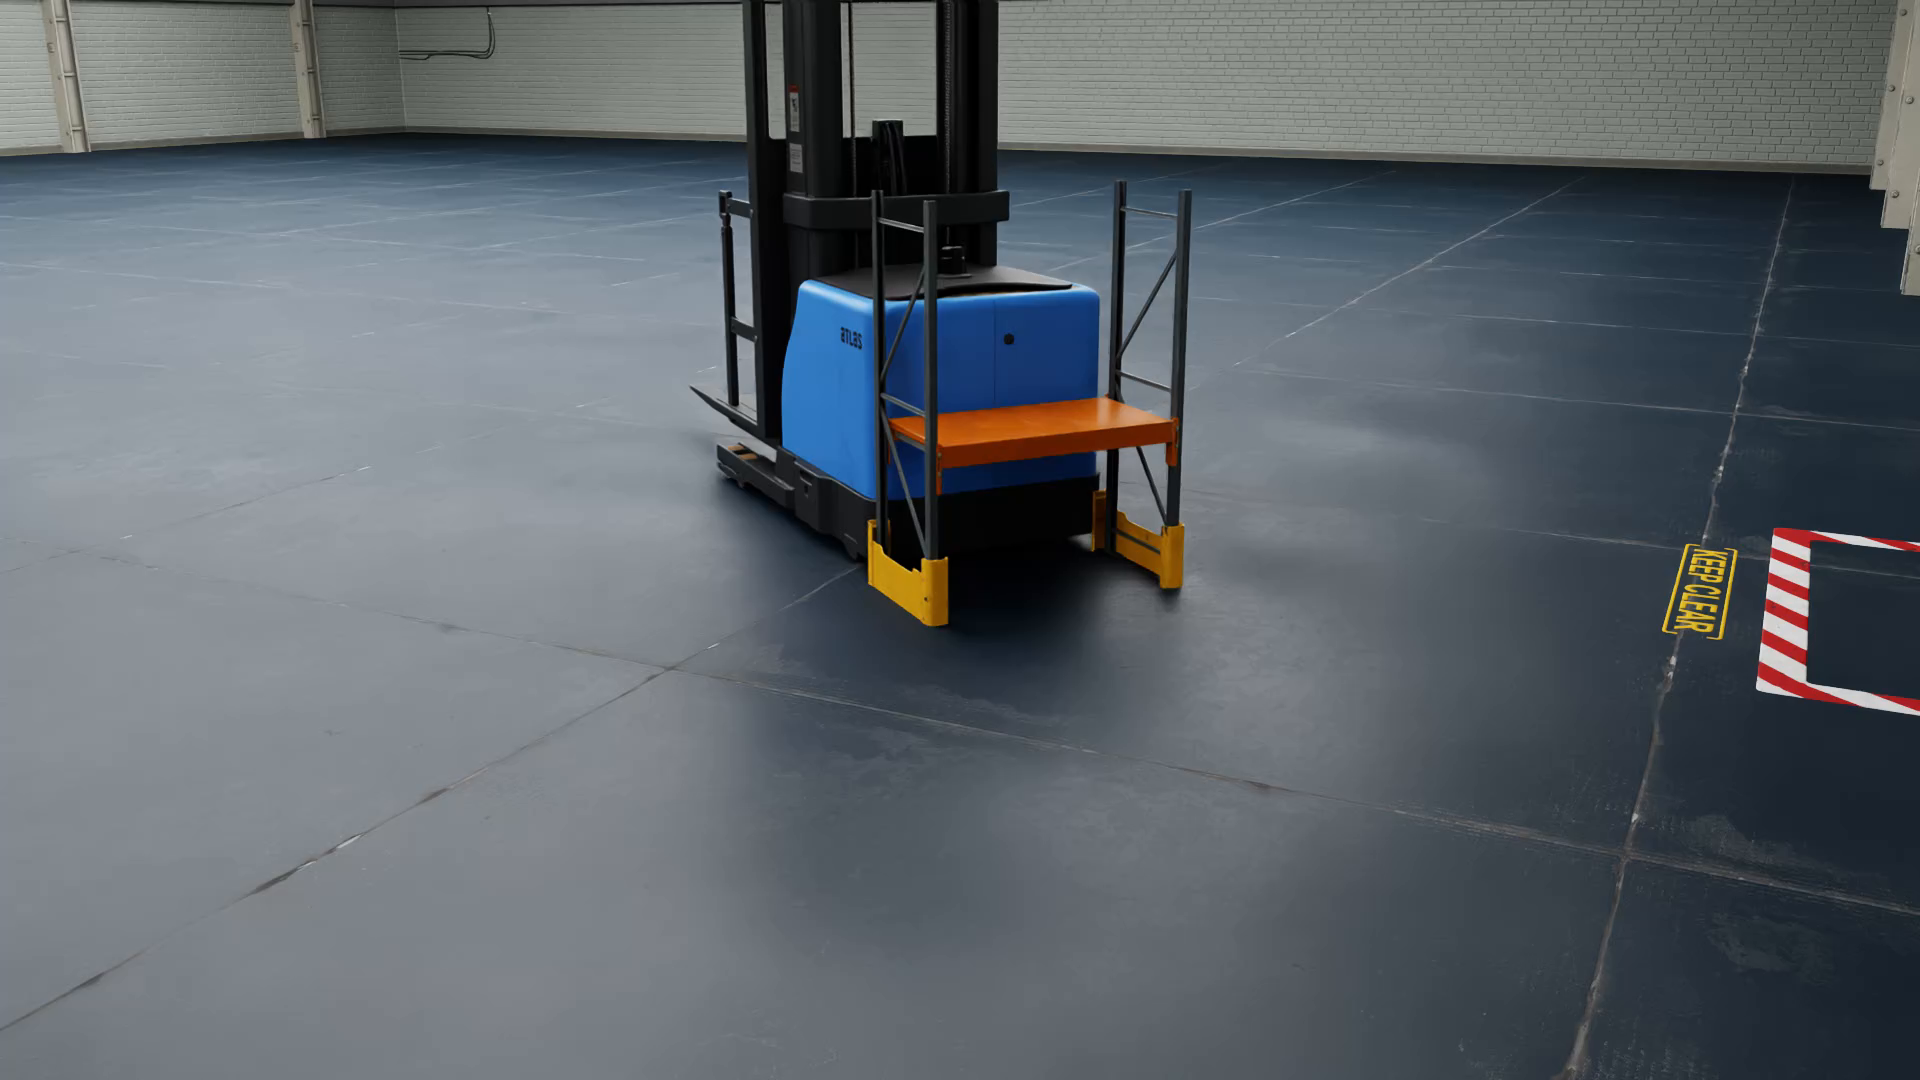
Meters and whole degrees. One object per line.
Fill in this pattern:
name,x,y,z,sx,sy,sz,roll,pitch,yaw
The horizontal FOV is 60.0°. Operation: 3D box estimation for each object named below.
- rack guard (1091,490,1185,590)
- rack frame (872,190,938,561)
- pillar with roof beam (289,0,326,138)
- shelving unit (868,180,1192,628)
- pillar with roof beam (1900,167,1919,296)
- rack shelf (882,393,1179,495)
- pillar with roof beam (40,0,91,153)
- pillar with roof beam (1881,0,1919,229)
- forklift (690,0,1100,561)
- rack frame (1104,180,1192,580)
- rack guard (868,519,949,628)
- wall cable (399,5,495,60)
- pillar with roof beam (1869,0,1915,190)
rack guard,0.700,-0.008,6.607,0.087,0.250,0.587,-8,18,-24
rack frame,-0.199,-0.483,6.015,0.032,1.500,0.500,-8,18,-24
pillar with roof beam,-10.831,-12.922,34.725,9.100,9.000,0.400,8,18,25
shelving unit,0.251,-0.545,6.222,1.083,1.500,0.587,-8,18,-24
pillar with roof beam,4.284,-6.953,14.630,9.100,9.000,0.400,8,18,25
rack shelf,0.259,-0.374,6.277,1.000,0.185,0.538,-8,18,-24
pillar with roof beam,-13.513,-11.394,29.580,9.100,9.000,0.400,8,18,25
pillar with roof beam,6.965,-8.481,19.775,9.100,9.000,0.400,8,18,25
forklift,-0.517,-1.697,7.589,1.130,2.935,3.031,-8,18,-25
rack frame,0.718,-0.609,6.436,0.032,1.500,0.500,-8,18,-24
rack guard,-0.198,0.116,6.194,0.087,0.250,0.587,-8,18,-24
wall cable,-12.183,-12.563,38.972,3.097,2.526,0.112,8,18,25
pillar with roof beam,9.646,-10.010,24.921,9.100,9.000,0.400,8,18,25
